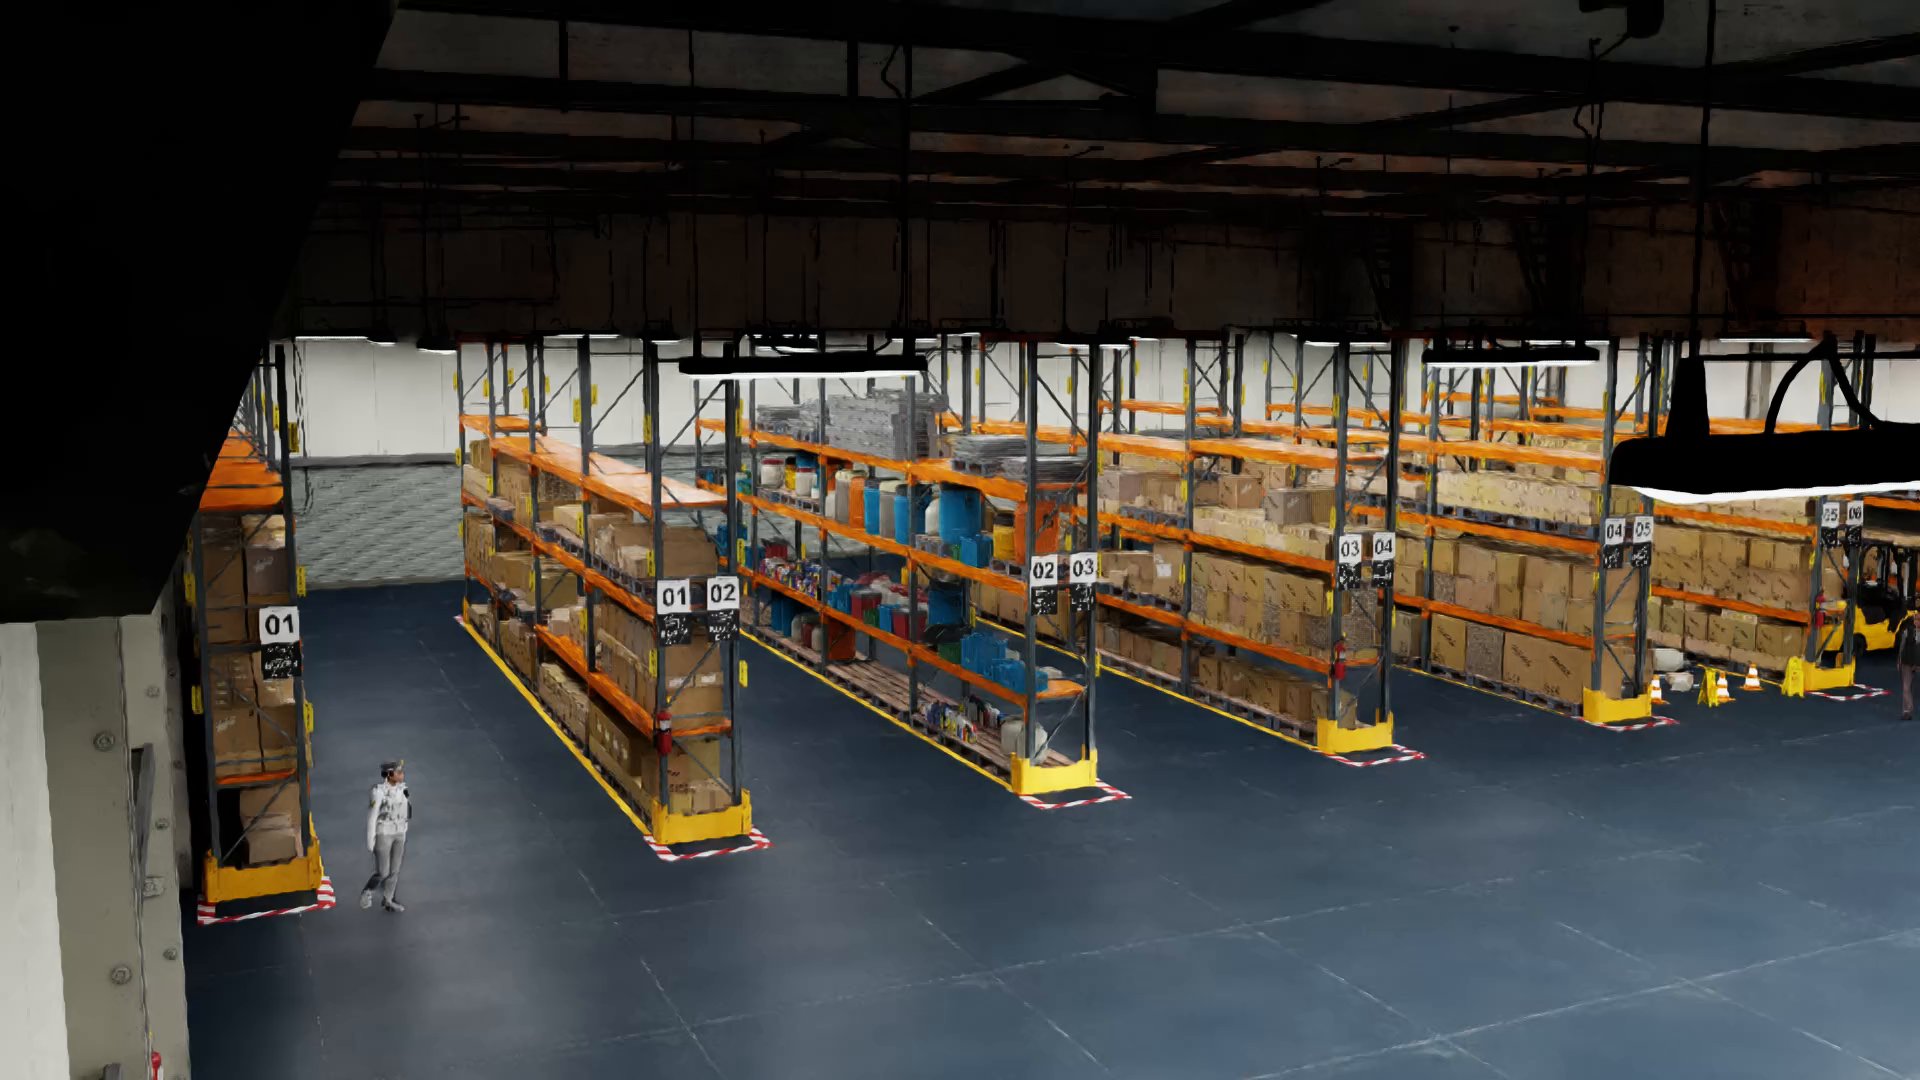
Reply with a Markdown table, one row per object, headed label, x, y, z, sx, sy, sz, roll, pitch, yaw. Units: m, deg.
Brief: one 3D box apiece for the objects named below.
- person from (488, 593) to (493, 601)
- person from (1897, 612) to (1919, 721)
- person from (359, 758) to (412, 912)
| label | x | y | z | sx | sy | sz | roll | pitch | yaw |
| --- | --- | --- | --- | --- | --- | --- | --- | --- | --- |
| person | -9.957 | 0.619 | 35.784 | 0.463 | 1.780 | 0.701 | 0 | 8 | 2 |
| person | 15.096 | 1.983 | 26.073 | 0.723 | 1.718 | 0.508 | 5 | 9 | 35 |
| person | -6.132 | 3.133 | 17.715 | 0.517 | 1.671 | 0.538 | 4 | 9 | 29 |
